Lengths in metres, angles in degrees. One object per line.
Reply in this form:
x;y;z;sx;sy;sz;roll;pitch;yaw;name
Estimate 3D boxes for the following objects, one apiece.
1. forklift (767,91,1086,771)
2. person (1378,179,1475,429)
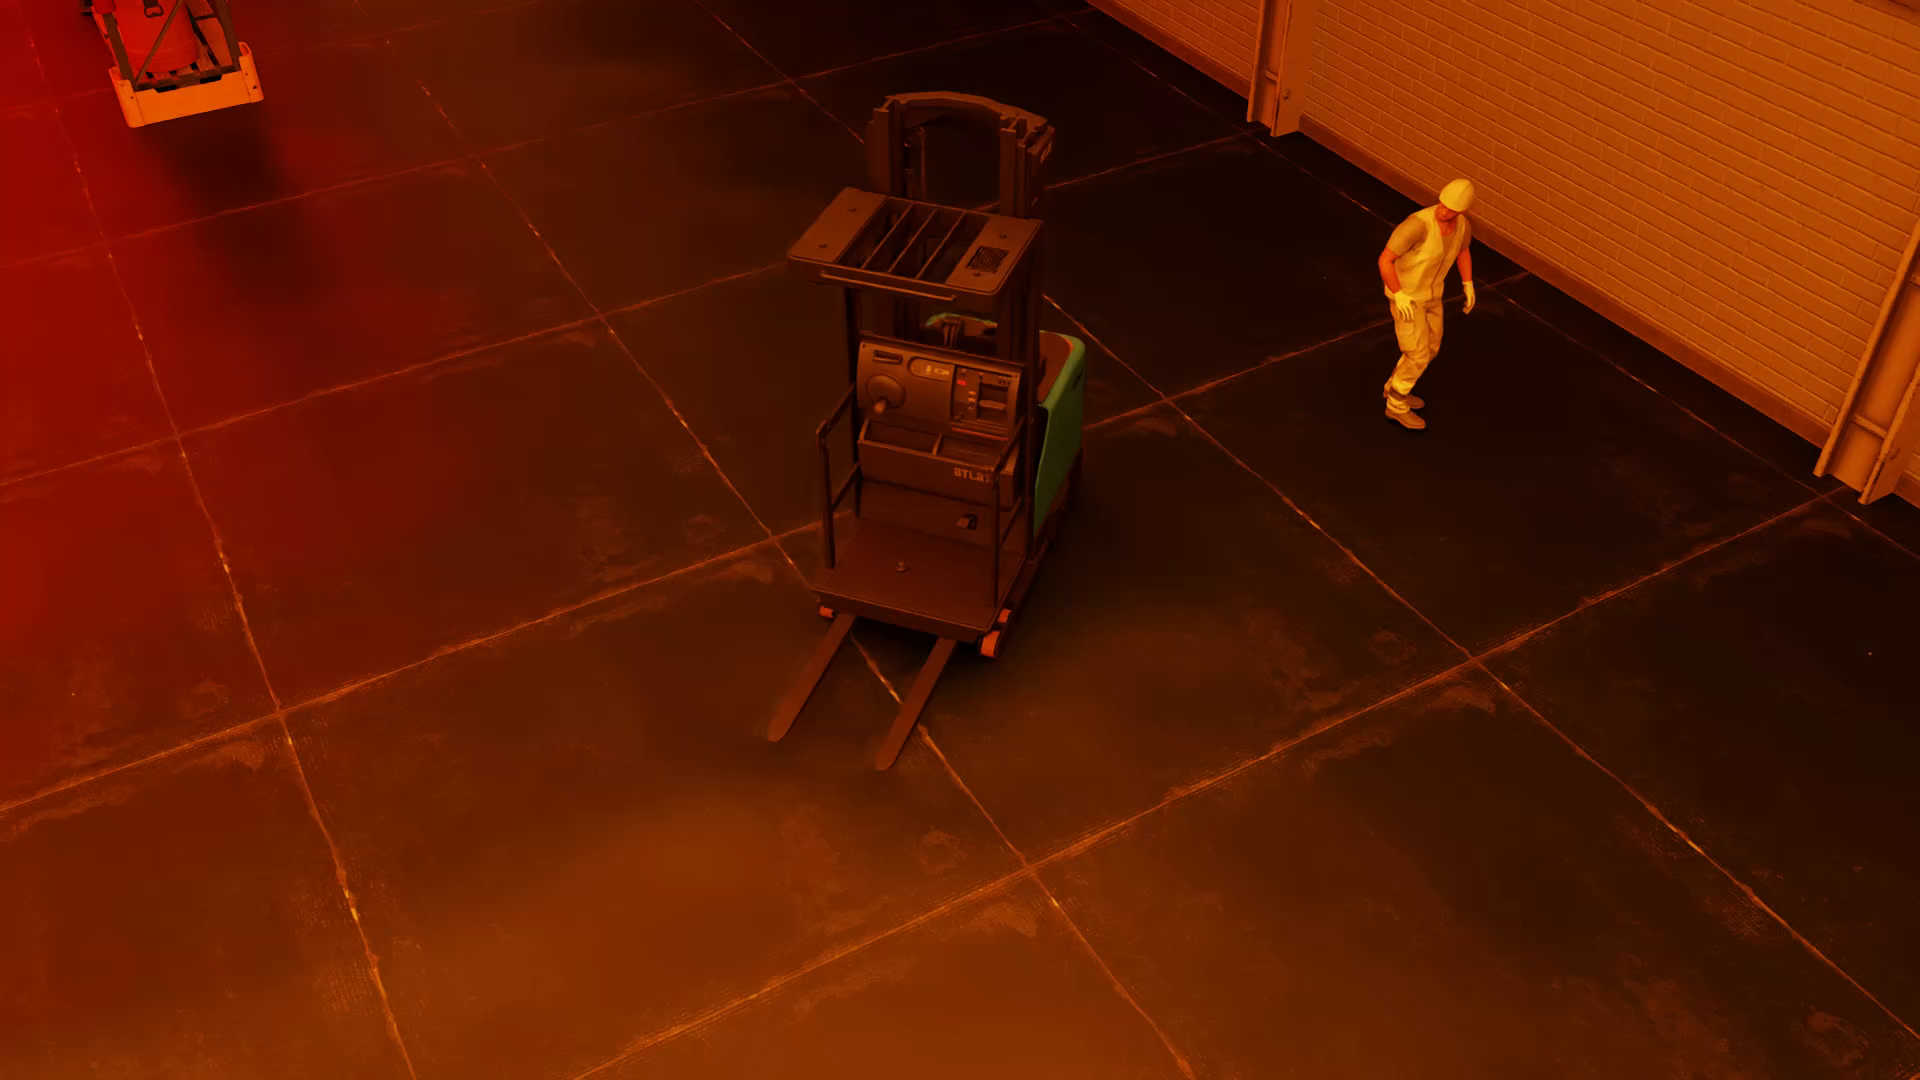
-0.192;-0.751;8.941;1.130;2.935;3.031;13;41;15;forklift
3.064;-1.558;10.846;0.739;1.747;0.515;-26;46;-28;person
